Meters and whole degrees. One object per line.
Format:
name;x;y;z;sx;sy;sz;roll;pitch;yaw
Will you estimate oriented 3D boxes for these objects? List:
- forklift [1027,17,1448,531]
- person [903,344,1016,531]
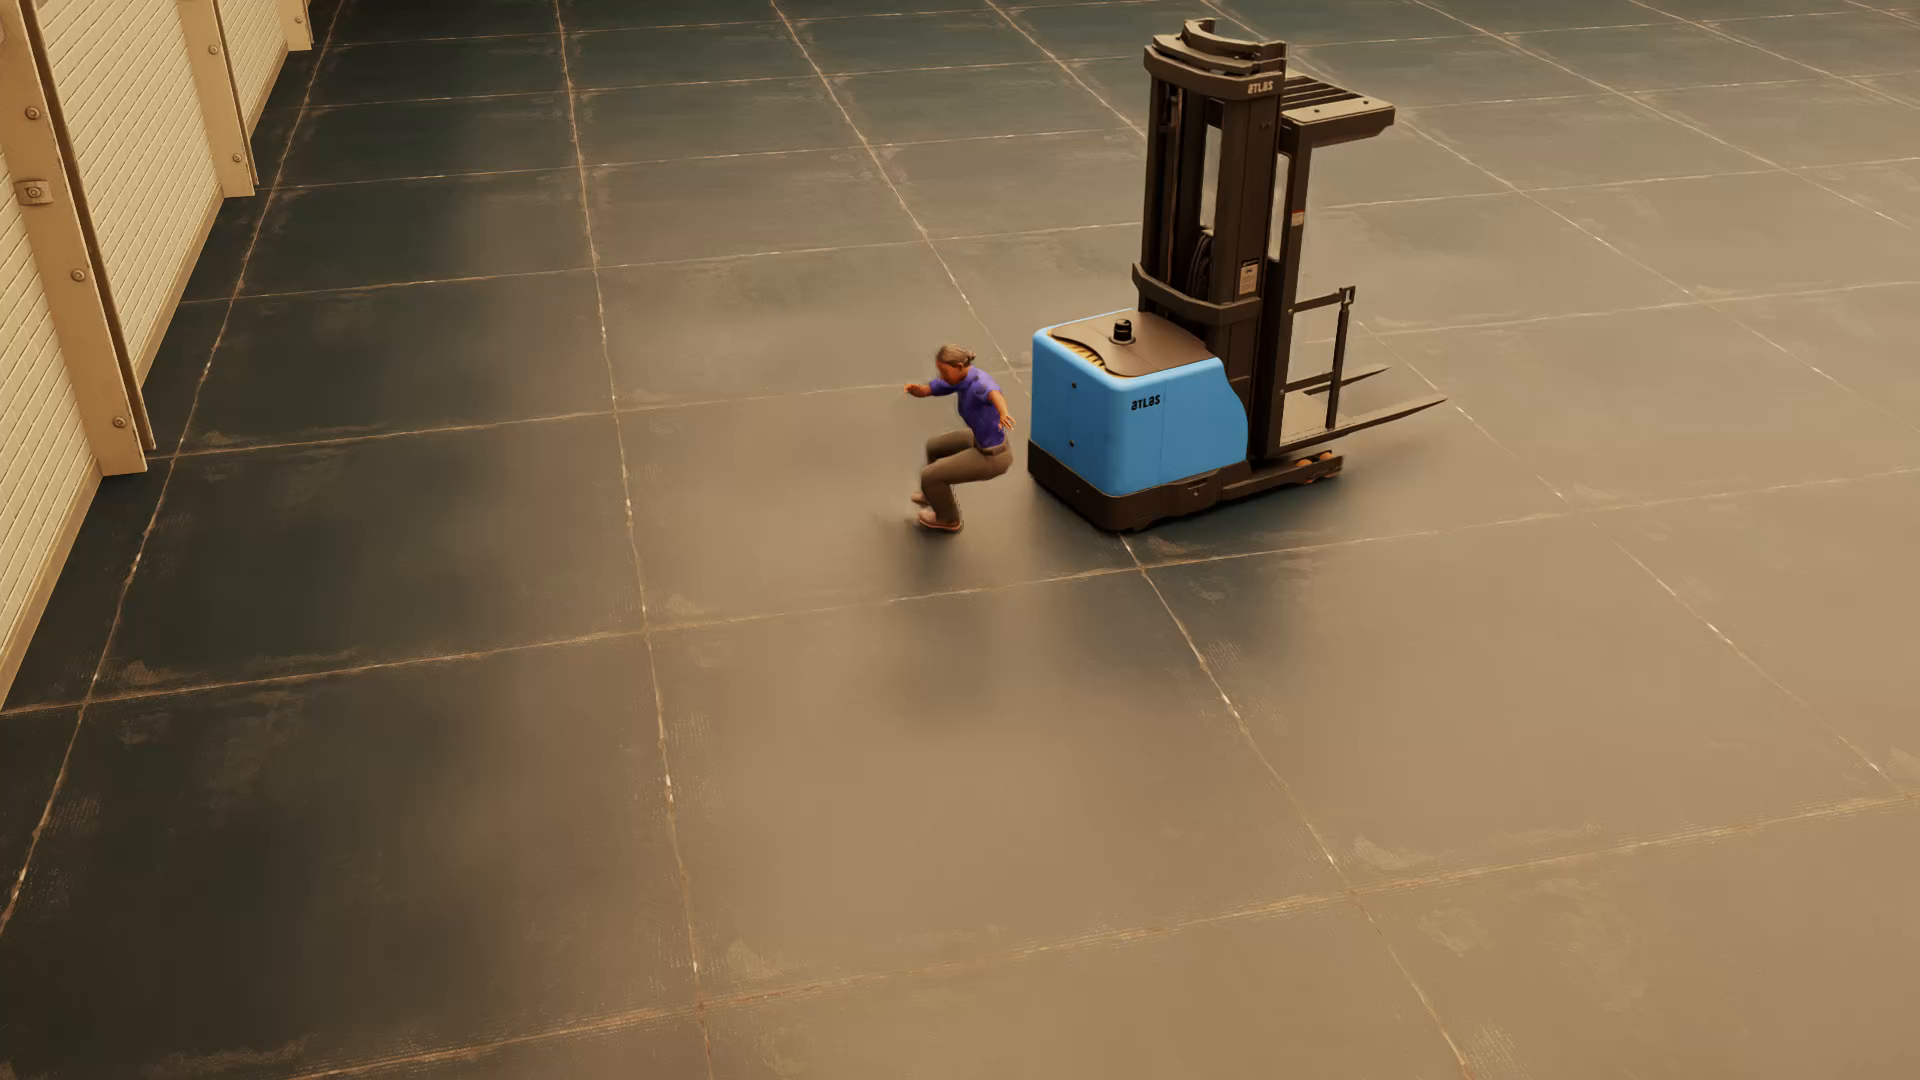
forklift;1.988;-1.853;10.775;3.031;2.935;1.130;-16;34;-26
person;0.000;-0.519;10.096;0.682;1.347;1.414;-5;30;-8
